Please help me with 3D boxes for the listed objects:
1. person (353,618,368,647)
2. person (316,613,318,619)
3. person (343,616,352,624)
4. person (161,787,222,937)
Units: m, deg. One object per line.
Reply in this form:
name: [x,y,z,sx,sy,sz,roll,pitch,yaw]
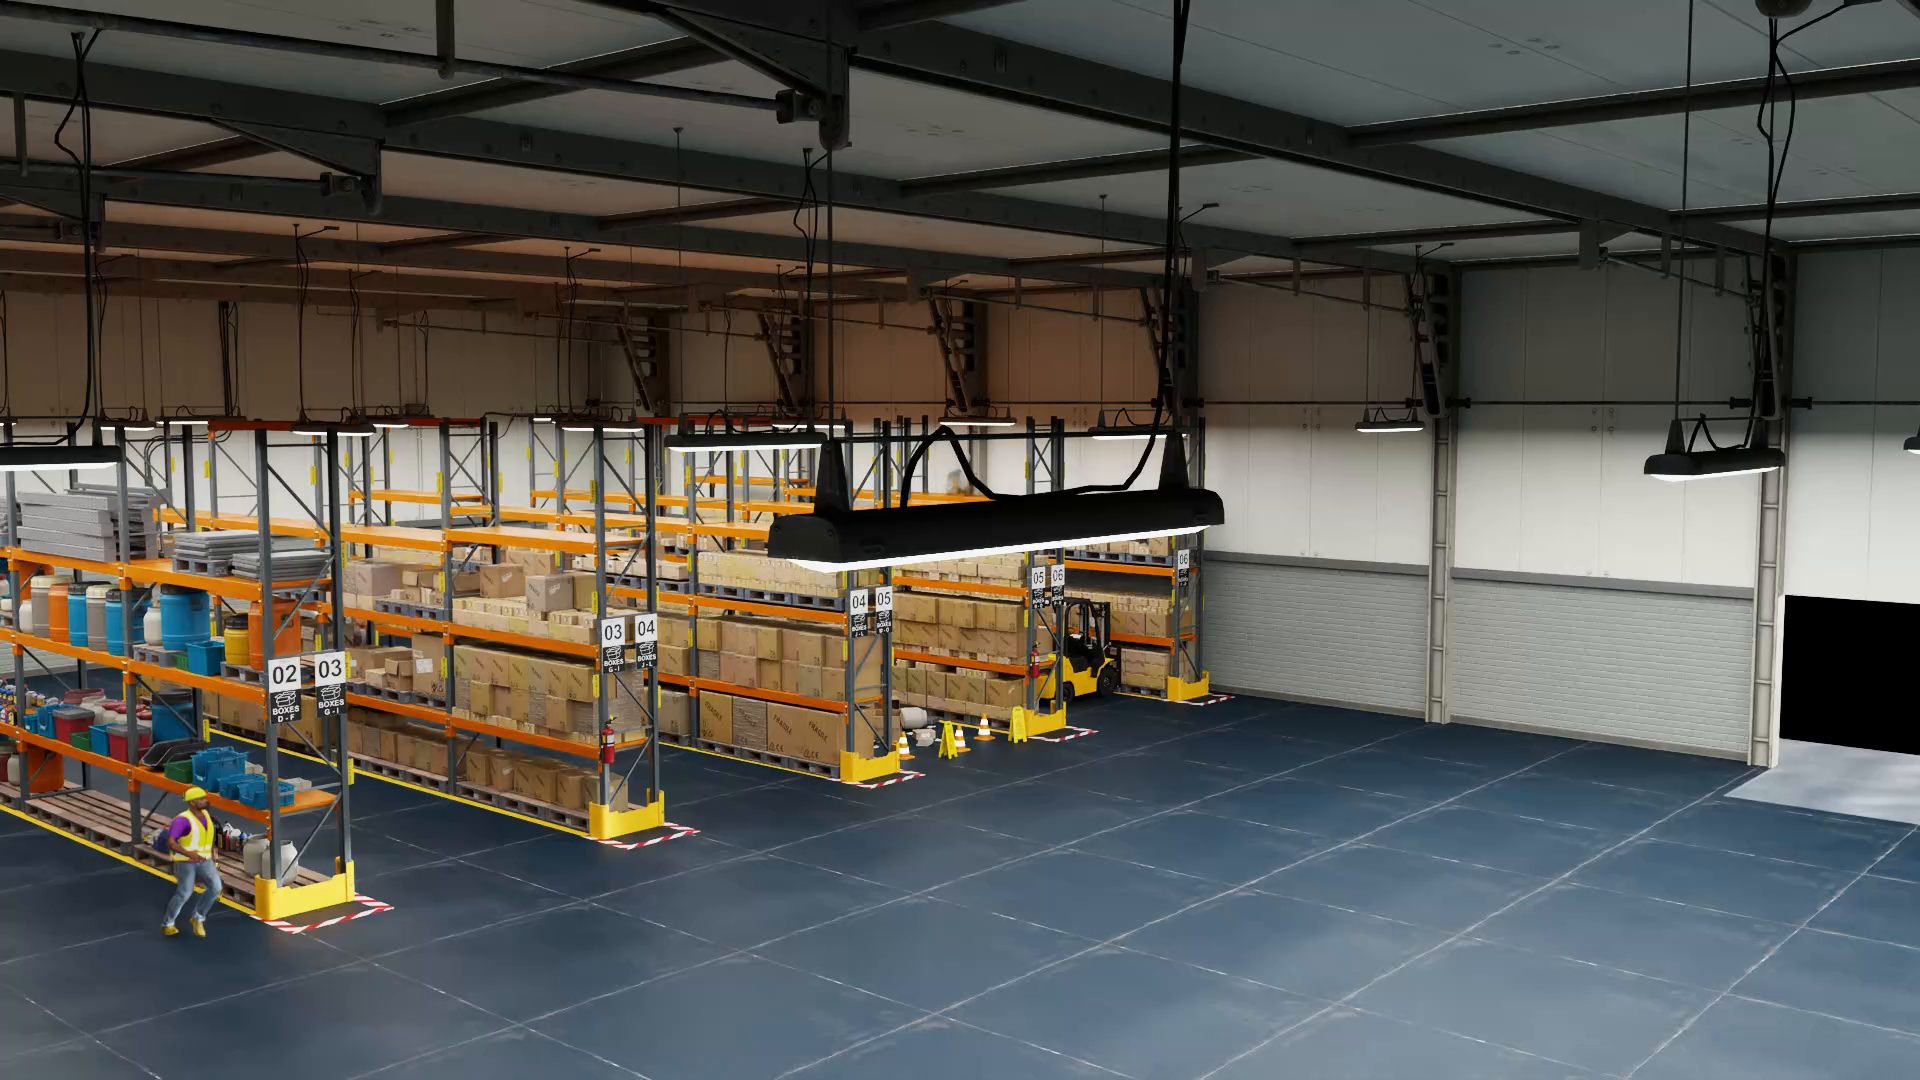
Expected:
person: [-12.854,2.493,35.660,0.964,1.793,0.720,4,7,43]
person: [-14.183,2.437,36.755,0.746,1.724,0.724,-3,6,-34]
person: [-14.453,2.277,39.113,0.659,1.703,0.706,2,5,22]
person: [-9.106,3.829,19.815,0.651,1.764,0.768,2,5,20]
